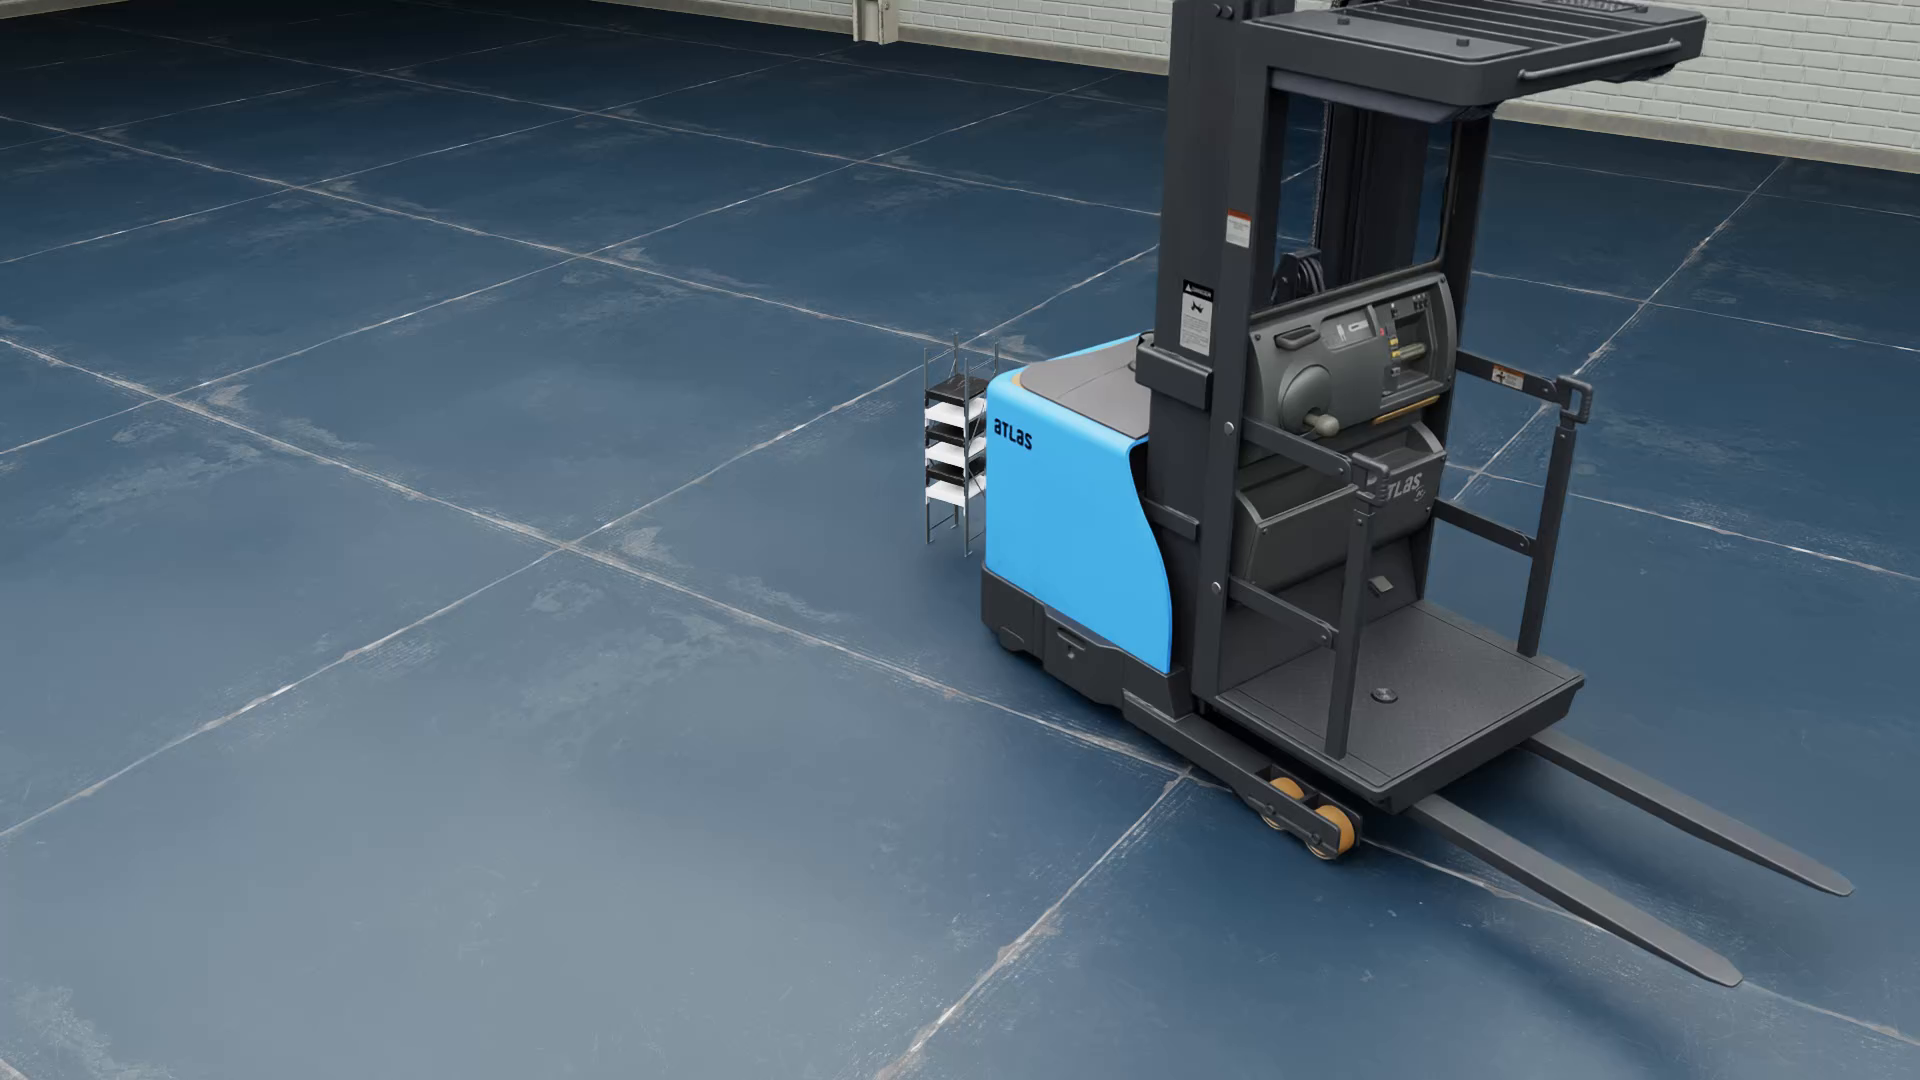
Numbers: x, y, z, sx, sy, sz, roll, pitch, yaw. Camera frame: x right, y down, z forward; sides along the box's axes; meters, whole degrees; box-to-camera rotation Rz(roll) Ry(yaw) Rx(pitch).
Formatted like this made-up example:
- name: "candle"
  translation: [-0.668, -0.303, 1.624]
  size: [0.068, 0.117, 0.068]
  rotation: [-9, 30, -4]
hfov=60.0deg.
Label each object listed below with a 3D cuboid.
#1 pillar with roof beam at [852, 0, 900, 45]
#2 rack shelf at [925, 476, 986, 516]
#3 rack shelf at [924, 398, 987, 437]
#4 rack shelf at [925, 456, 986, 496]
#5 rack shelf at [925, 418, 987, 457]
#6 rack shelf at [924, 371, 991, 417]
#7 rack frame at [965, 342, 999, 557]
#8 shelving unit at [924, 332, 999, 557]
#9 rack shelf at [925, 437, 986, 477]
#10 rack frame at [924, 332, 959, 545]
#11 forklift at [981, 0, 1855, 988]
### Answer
- name: "pillar with roof beam"
  translation: [-3.325, -7.719, 12.497]
  size: [0.400, 9.000, 9.100]
  rotation: [17, 32, 30]
- name: "rack shelf"
  translation: [0.007, -0.209, 7.139]
  size: [0.200, 0.077, 0.258]
  rotation: [17, 32, 30]
- name: "rack shelf"
  translation: [0.007, -0.530, 6.975]
  size: [0.200, 0.077, 0.258]
  rotation: [17, 32, 30]
- name: "rack shelf"
  translation: [0.007, -0.289, 7.098]
  size: [0.200, 0.077, 0.258]
  rotation: [17, 32, 30]
- name: "rack shelf"
  translation: [0.007, -0.449, 7.016]
  size: [0.200, 0.077, 0.258]
  rotation: [17, 32, 30]
- name: "rack shelf"
  translation: [0.007, -0.610, 6.934]
  size: [0.200, 0.077, 0.258]
  rotation: [17, 32, 30]
- name: "rack frame"
  translation: [0.090, -0.373, 6.990]
  size: [0.006, 0.900, 0.240]
  rotation: [17, 32, 30]
- name: "shelving unit"
  translation: [0.007, -0.399, 7.042]
  size: [0.210, 0.900, 0.258]
  rotation: [17, 32, 30]
- name: "rack shelf"
  translation: [0.007, -0.369, 7.057]
  size: [0.200, 0.077, 0.258]
  rotation: [17, 32, 30]
- name: "rack frame"
  translation: [-0.077, -0.425, 7.093]
  size: [0.006, 0.900, 0.240]
  rotation: [17, 32, 30]
- name: "forklift"
  translation: [1.385, -0.552, 5.103]
  size: [1.130, 2.935, 3.031]
  rotation: [-20, 33, -33]
